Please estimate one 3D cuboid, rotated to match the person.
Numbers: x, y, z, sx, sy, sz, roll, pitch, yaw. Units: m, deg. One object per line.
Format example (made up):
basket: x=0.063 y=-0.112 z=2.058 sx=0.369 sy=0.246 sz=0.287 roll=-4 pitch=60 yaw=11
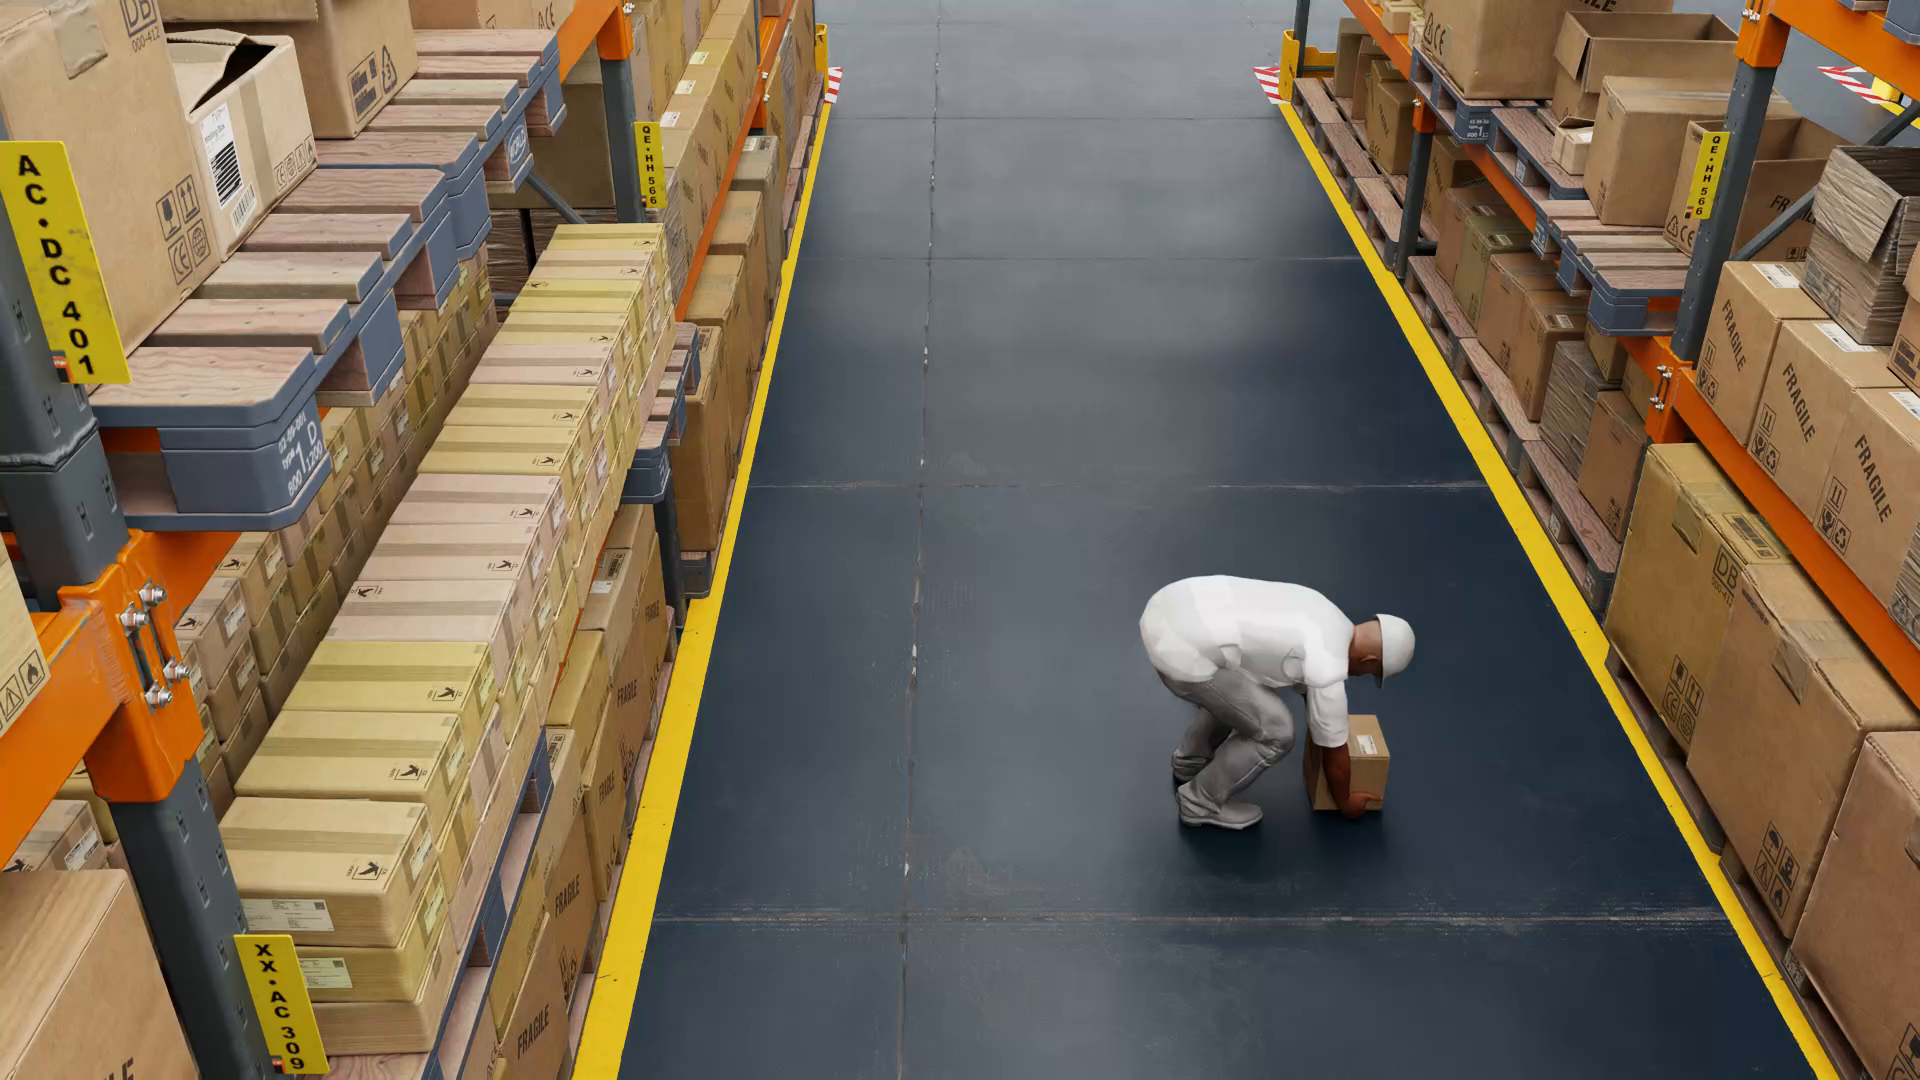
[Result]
person: x=1.126 y=0.553 z=5.995 sx=0.974 sy=0.939 sz=0.505 roll=-2 pitch=31 yaw=-3
